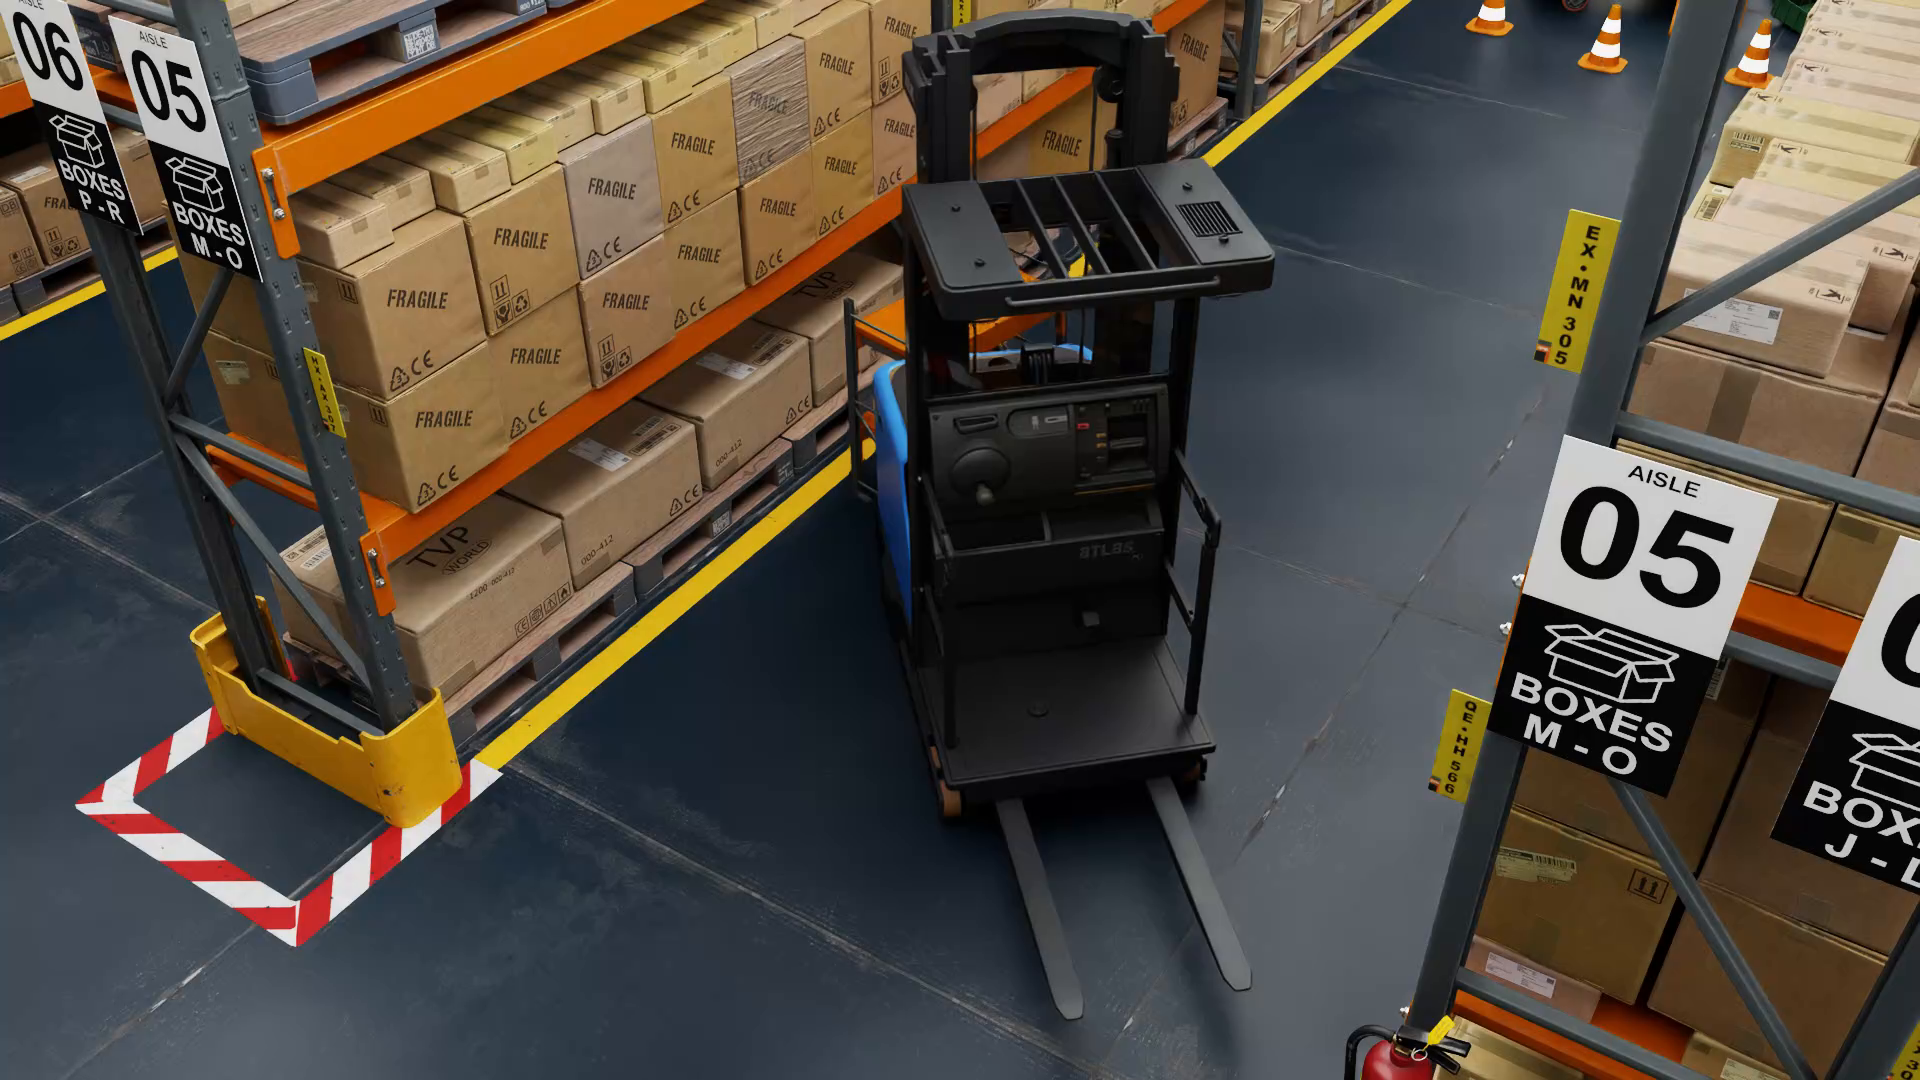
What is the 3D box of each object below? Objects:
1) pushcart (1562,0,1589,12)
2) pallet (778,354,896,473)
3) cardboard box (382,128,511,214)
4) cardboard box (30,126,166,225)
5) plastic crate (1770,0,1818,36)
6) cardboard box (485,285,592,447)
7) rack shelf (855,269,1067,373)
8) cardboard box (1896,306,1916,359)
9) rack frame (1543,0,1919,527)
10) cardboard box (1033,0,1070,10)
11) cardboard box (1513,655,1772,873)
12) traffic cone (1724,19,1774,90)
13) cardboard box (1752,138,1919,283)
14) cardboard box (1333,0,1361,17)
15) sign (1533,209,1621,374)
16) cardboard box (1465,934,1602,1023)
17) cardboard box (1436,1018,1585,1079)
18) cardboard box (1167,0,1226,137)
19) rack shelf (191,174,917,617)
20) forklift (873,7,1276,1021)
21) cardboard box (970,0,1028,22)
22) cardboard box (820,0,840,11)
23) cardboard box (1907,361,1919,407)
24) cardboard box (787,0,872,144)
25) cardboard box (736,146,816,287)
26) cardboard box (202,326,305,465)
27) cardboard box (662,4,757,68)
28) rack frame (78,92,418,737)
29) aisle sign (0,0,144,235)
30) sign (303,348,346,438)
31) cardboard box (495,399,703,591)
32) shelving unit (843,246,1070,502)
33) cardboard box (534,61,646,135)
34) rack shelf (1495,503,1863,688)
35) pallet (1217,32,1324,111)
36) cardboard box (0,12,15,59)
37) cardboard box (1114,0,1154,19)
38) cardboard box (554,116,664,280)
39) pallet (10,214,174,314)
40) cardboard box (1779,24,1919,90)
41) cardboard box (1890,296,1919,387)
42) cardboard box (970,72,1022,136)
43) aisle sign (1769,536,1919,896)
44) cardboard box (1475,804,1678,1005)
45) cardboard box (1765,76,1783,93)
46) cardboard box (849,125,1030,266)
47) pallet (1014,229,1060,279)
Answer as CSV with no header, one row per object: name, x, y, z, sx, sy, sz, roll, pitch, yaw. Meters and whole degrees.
pushcart,5.777,-4.732,14.019,1.648,0.377,0.936,8,38,10
pallet,-0.934,-0.895,9.178,1.003,0.211,1.213,21,42,25
cardboard box,-1.864,-1.344,6.044,0.380,0.149,0.250,23,43,26
cardboard box,-5.343,-2.350,10.484,0.700,0.500,0.500,20,42,23
plastic crate,7.046,-4.351,13.632,0.662,0.188,0.450,-18,51,-22
cardboard box,-1.857,-0.767,6.646,0.500,0.500,0.500,21,42,25
rack shelf,-0.005,-1.040,8.138,0.538,0.278,1.000,31,47,33
cardboard box,2.637,-0.553,4.116,0.500,0.250,0.500,20,42,24
rack frame,1.630,-1.113,2.263,1.000,3.000,0.127,21,42,25
cardboard box,0.268,-2.917,9.230,0.500,0.250,0.500,22,43,26
cardboard box,1.665,0.392,4.079,0.500,0.500,0.500,20,42,24
traffic cone,6.065,-3.721,12.638,0.336,0.463,0.334,21,42,25
cardboard box,1.911,-0.717,3.592,0.380,0.149,0.250,20,42,24
cardboard box,2.793,-4.614,13.526,0.950,0.372,0.625,23,43,27
sign,1.172,-0.468,3.157,0.100,0.325,0.005,21,42,25
cardboard box,1.566,1.102,4.509,0.380,0.149,0.250,21,42,25
cardboard box,1.699,1.634,5.117,0.380,0.149,0.250,22,43,26
cardboard box,1.242,-3.424,11.571,0.875,0.875,0.875,21,42,25
rack shelf,-1.532,-1.050,7.684,1.077,0.370,4.000,21,42,25
forklift,0.391,-0.286,6.160,1.130,2.935,3.031,-7,38,-9
cardboard box,0.017,-2.935,8.639,0.500,0.500,0.500,22,43,26
cardboard box,-0.732,-2.570,7.634,0.380,0.149,0.250,21,42,25
cardboard box,1.996,-0.314,3.070,0.380,0.149,0.250,21,42,25
cardboard box,-0.759,-2.209,7.698,0.500,0.500,0.500,21,42,24
cardboard box,-1.022,-1.552,7.664,0.500,0.500,0.500,21,42,24
cardboard box,-2.569,-0.679,6.532,0.500,0.500,0.500,21,42,25
cardboard box,-1.096,-2.157,7.099,0.380,0.149,0.250,20,42,24
rack frame,-2.604,-0.304,6.127,1.000,3.000,0.127,21,42,25
aisle sign,-2.904,-1.398,5.417,0.394,0.787,0.004,21,42,25
sign,-2.139,-0.494,5.599,0.100,0.325,0.005,21,42,25
cardboard box,-1.852,-0.303,7.881,0.875,0.438,0.875,22,43,26
shelving unit,-0.005,-0.808,8.316,0.538,1.125,1.048,31,47,33
cardboard box,-1.473,-1.753,6.575,0.380,0.149,0.250,22,43,26
rack shelf,2.701,-0.671,4.736,1.077,0.370,4.000,21,42,25
pallet,2.102,-3.726,12.850,1.003,0.211,1.213,21,42,25
cardboard box,-5.532,-2.923,9.404,0.500,0.250,0.500,20,42,24
cardboard box,0.837,-3.228,10.043,0.500,0.250,0.500,20,42,24
cardboard box,-1.566,-1.431,6.688,0.500,0.500,0.500,21,42,25
pallet,-5.676,-1.898,10.479,1.003,0.211,1.213,21,42,25
cardboard box,2.273,-1.139,4.140,0.380,0.149,0.250,22,43,26
cardboard box,2.363,-0.474,3.605,0.500,0.250,0.500,21,42,25
cardboard box,-0.002,-2.447,9.030,0.500,0.250,0.500,20,42,24
aisle sign,1.844,0.369,3.125,0.394,0.787,0.004,21,42,25
cardboard box,1.653,0.790,4.383,0.500,0.500,0.500,22,43,26
cardboard box,2.211,-0.912,4.172,0.500,0.250,0.500,22,43,26
cardboard box,-0.196,-2.037,9.771,0.875,0.875,0.875,23,43,26
pallet,-0.111,-1.684,10.201,1.003,0.211,1.213,21,42,25
